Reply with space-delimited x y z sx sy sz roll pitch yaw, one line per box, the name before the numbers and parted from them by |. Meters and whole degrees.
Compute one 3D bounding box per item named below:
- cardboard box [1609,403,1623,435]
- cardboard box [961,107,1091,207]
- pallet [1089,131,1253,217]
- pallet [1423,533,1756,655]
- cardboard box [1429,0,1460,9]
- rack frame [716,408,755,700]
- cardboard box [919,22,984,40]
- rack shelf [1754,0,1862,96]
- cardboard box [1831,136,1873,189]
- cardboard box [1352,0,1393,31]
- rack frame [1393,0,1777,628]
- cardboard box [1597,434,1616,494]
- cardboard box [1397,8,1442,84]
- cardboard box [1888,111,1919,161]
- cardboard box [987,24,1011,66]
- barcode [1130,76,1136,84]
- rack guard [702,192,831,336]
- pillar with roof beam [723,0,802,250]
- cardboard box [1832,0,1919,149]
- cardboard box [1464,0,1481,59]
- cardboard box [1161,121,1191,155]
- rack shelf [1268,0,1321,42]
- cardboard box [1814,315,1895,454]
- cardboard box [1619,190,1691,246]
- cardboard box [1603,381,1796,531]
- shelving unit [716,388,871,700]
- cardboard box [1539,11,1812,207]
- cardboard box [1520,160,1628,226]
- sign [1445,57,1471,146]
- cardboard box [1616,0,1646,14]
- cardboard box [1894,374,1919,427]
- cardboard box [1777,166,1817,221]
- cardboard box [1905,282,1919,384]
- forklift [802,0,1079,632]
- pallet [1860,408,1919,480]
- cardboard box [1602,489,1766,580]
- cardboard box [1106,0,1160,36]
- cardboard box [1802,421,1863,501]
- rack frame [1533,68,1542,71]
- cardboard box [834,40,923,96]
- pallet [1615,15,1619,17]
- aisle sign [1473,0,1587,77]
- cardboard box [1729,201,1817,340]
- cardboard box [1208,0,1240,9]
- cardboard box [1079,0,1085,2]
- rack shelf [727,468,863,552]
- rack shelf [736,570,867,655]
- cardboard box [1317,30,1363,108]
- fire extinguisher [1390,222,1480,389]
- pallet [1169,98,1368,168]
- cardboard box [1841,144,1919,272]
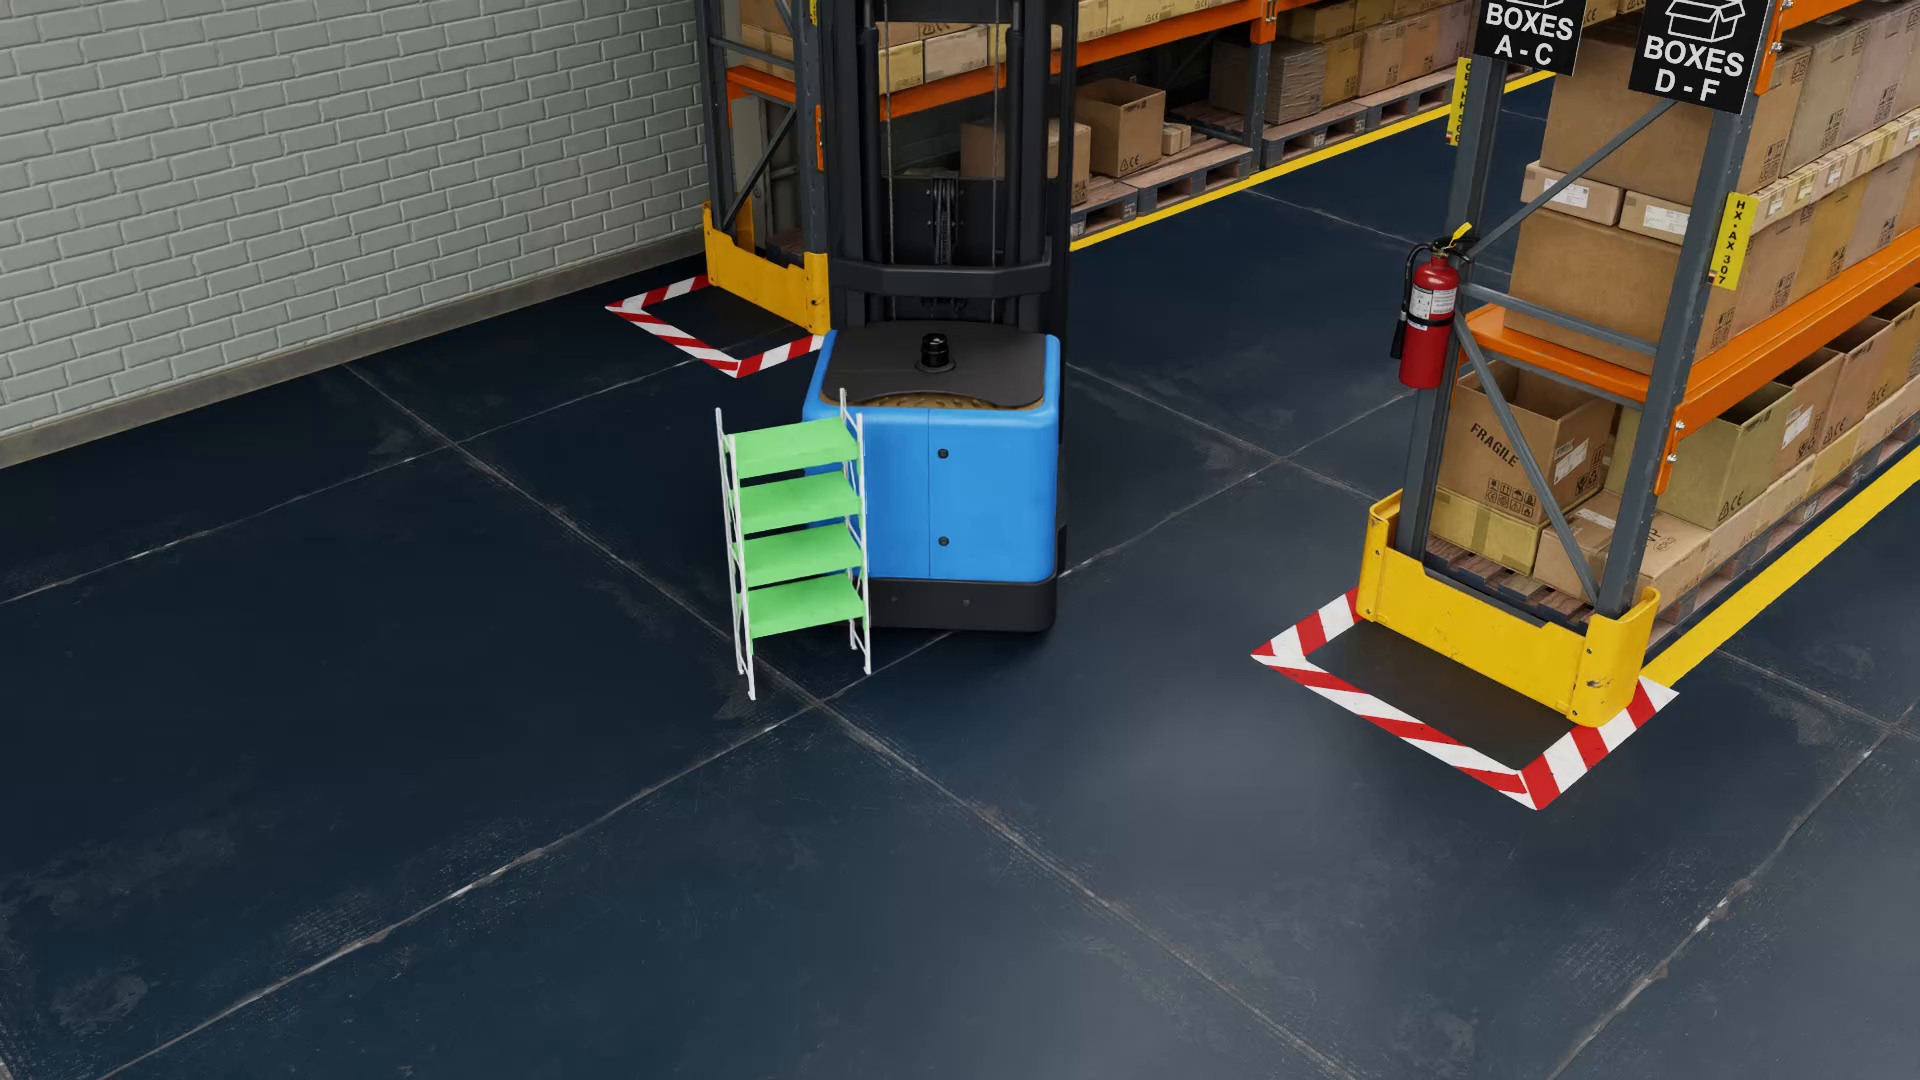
cardboard box | 3.151 -0.810 7.714 0.500 0.500 0.500 -26 40 -35
cardboard box | 0.425 -2.489 10.920 0.700 0.500 0.500 26 40 36
pallet | 1.331 -2.691 11.949 1.213 0.211 1.003 -26 40 -35
pallet | 2.769 0.082 7.413 1.213 0.211 1.003 -26 40 -35
cardboard box | 3.779 -4.539 13.553 0.500 0.250 0.500 -25 39 -35
rack frame | -0.873 0.073 6.480 0.015 1.200 0.240 -11 33 -17
cardboard box | -0.210 -3.204 9.520 0.500 0.500 0.500 -26 40 -35
rack shelf | 3.704 -2.502 6.781 4.000 0.370 1.077 -26 40 -35
cardboard box | 3.427 -1.563 6.713 0.250 0.149 0.380 -27 41 -37
cardboard box | 3.027 -4.185 12.974 0.500 0.250 0.500 -27 41 -37
rack frame | 2.237 -0.820 6.216 0.127 3.000 1.000 -26 40 -35
cardboard box | 2.788 -0.311 7.617 0.500 0.250 0.500 -26 40 -35
cardboard box | 3.438 -4.072 13.508 0.500 0.500 0.700 -26 40 -36
cardboard box | 3.799 -1.741 7.004 0.250 0.149 0.380 -25 40 -35
cardboard box | 0.189 -3.078 10.033 0.500 0.250 0.500 -27 40 -36
barcode | 1.240 -3.290 11.924 0.075 0.075 0.001 -26 40 -35
rack guard | -1.078 -1.674 10.009 0.348 0.500 1.175 -26 40 -35
pillar with roof beam | 1.718 -4.205 6.001 0.400 9.000 9.100 -26 40 -35
cardboard box | 3.378 -1.963 6.746 0.500 0.500 0.700 -26 40 -35
cardboard box | 4.240 -4.397 14.040 0.500 0.500 0.700 -25 39 -35
cardboard box | 1.427 -2.910 11.928 0.380 0.166 0.250 23 38 33
rack shelf | 3.266 -4.535 12.981 4.000 0.370 1.077 -26 40 -35
cardboard box | 3.883 -0.782 7.668 0.500 0.500 0.500 -26 40 -35
cardboard box | 2.671 -1.196 6.113 0.250 0.149 0.380 -26 40 -36
cardboard box | 3.147 -0.429 7.091 0.500 0.500 0.500 -26 40 -35
shelving unit | -0.644 0.029 6.552 0.503 1.200 0.258 -11 33 -17
cardboard box | 2.627 -1.596 6.145 0.500 0.500 0.700 -26 40 -35
cardboard box | 2.388 -1.348 6.361 0.250 0.149 0.380 -27 40 -36
sign | 1.878 -1.628 6.199 0.005 0.325 0.100 -26 40 -35
cardboard box | 6.008 -5.332 15.253 0.750 0.750 0.750 -26 40 -36
cardboard box | 4.605 -0.823 8.454 0.500 0.250 0.500 -26 40 -35
cardboard box | 3.047 -1.379 6.412 0.250 0.149 0.380 -26 40 -35
cardboard box | 4.604 -1.144 8.260 0.500 0.500 0.500 -26 40 -35
forklift | -0.037 -1.605 7.564 1.130 2.935 3.031 2 31 3
pallet | 4.559 -0.783 8.828 1.213 0.211 1.003 -26 40 -35
cardboard box | 3.146 -0.110 7.288 0.500 0.250 0.500 -26 40 -35
cardboard box | 0.929 -3.435 10.617 0.500 0.250 0.500 -26 40 -36
cardboard box | 3.883 -0.463 7.864 0.500 0.250 0.500 -26 40 -35
rack frame | 4.732 -5.551 13.953 0.127 3.000 1.000 -26 40 -35
cardboard box | -0.560 -2.710 9.431 0.500 0.250 0.500 -27 41 -37
pallet | 5.362 -4.612 15.091 1.213 0.211 1.003 -26 40 -35
aisle sign | 1.989 -2.018 5.683 0.004 0.787 0.394 -26 40 -35
cardboard box | 2.970 -1.211 6.760 0.500 0.500 0.700 -25 39 -34
cardboard box | 1.658 -3.793 11.202 0.500 0.250 0.500 -26 40 -35
cardboard box | 0.543 -3.572 10.123 0.500 0.500 0.500 -24 39 -34
rack shelf | -0.644 -0.121 6.460 0.480 0.148 0.258 -11 33 -17
rack shelf | -0.644 0.289 6.711 0.480 0.148 0.258 -11 33 -17
cardboard box | 2.673 -3.724 12.939 0.500 0.500 0.700 -27 40 -36
fire extinguisher | 1.835 -0.923 6.458 0.183 0.674 0.296 -26 40 -35
pallet | 2.369 -3.220 12.813 1.213 0.211 1.003 -26 40 -35
cardboard box | 3.721 -1.573 7.352 0.500 0.500 0.700 -24 39 -34
